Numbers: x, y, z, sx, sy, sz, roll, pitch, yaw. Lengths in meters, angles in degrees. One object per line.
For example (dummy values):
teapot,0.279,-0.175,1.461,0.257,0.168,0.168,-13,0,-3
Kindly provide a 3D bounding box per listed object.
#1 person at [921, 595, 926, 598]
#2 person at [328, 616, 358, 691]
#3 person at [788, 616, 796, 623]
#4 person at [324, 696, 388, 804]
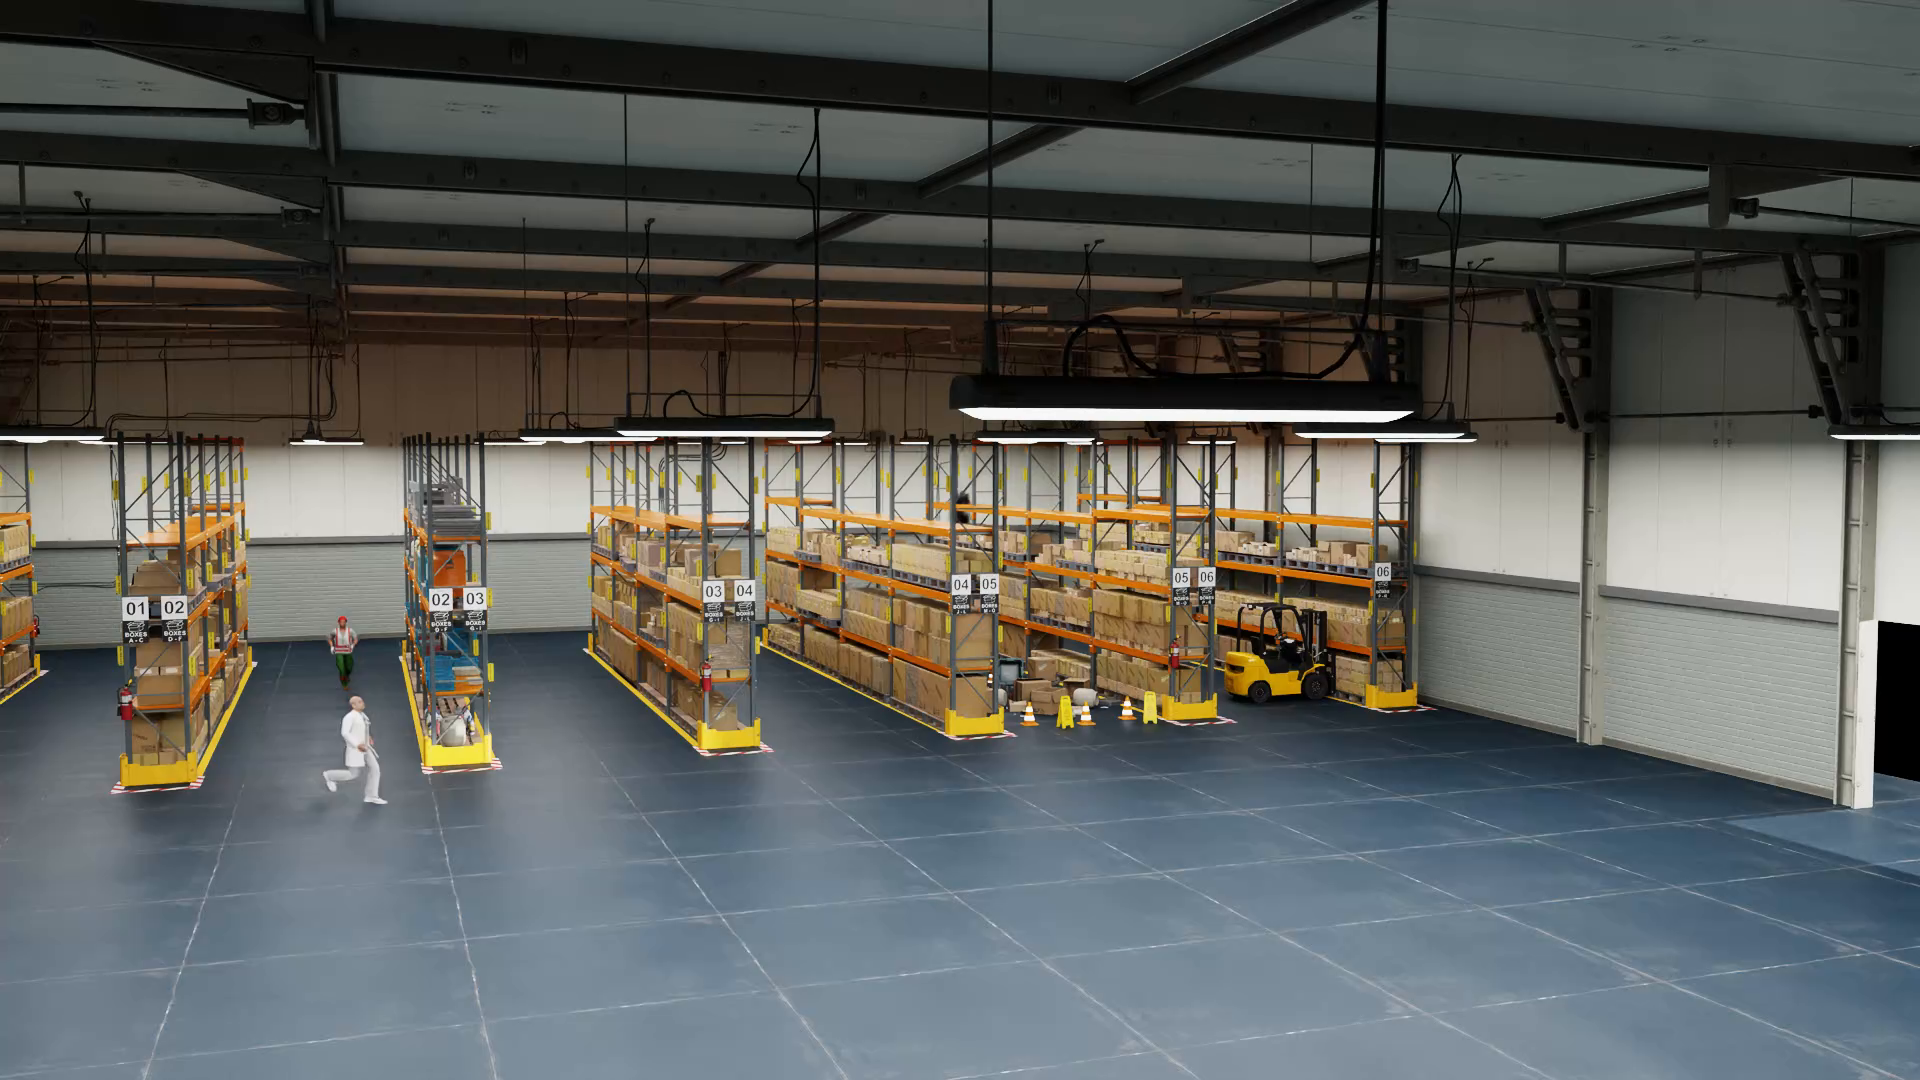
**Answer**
person,-1.041,2.054,51.432,0.633,1.674,0.674,1,3,9
person,-14.585,2.670,39.322,0.651,1.747,0.692,-1,3,-24
person,-4.944,2.185,49.707,0.793,1.547,0.607,1,3,19
person,-9.737,3.389,26.789,1.011,1.758,0.702,1,3,11
